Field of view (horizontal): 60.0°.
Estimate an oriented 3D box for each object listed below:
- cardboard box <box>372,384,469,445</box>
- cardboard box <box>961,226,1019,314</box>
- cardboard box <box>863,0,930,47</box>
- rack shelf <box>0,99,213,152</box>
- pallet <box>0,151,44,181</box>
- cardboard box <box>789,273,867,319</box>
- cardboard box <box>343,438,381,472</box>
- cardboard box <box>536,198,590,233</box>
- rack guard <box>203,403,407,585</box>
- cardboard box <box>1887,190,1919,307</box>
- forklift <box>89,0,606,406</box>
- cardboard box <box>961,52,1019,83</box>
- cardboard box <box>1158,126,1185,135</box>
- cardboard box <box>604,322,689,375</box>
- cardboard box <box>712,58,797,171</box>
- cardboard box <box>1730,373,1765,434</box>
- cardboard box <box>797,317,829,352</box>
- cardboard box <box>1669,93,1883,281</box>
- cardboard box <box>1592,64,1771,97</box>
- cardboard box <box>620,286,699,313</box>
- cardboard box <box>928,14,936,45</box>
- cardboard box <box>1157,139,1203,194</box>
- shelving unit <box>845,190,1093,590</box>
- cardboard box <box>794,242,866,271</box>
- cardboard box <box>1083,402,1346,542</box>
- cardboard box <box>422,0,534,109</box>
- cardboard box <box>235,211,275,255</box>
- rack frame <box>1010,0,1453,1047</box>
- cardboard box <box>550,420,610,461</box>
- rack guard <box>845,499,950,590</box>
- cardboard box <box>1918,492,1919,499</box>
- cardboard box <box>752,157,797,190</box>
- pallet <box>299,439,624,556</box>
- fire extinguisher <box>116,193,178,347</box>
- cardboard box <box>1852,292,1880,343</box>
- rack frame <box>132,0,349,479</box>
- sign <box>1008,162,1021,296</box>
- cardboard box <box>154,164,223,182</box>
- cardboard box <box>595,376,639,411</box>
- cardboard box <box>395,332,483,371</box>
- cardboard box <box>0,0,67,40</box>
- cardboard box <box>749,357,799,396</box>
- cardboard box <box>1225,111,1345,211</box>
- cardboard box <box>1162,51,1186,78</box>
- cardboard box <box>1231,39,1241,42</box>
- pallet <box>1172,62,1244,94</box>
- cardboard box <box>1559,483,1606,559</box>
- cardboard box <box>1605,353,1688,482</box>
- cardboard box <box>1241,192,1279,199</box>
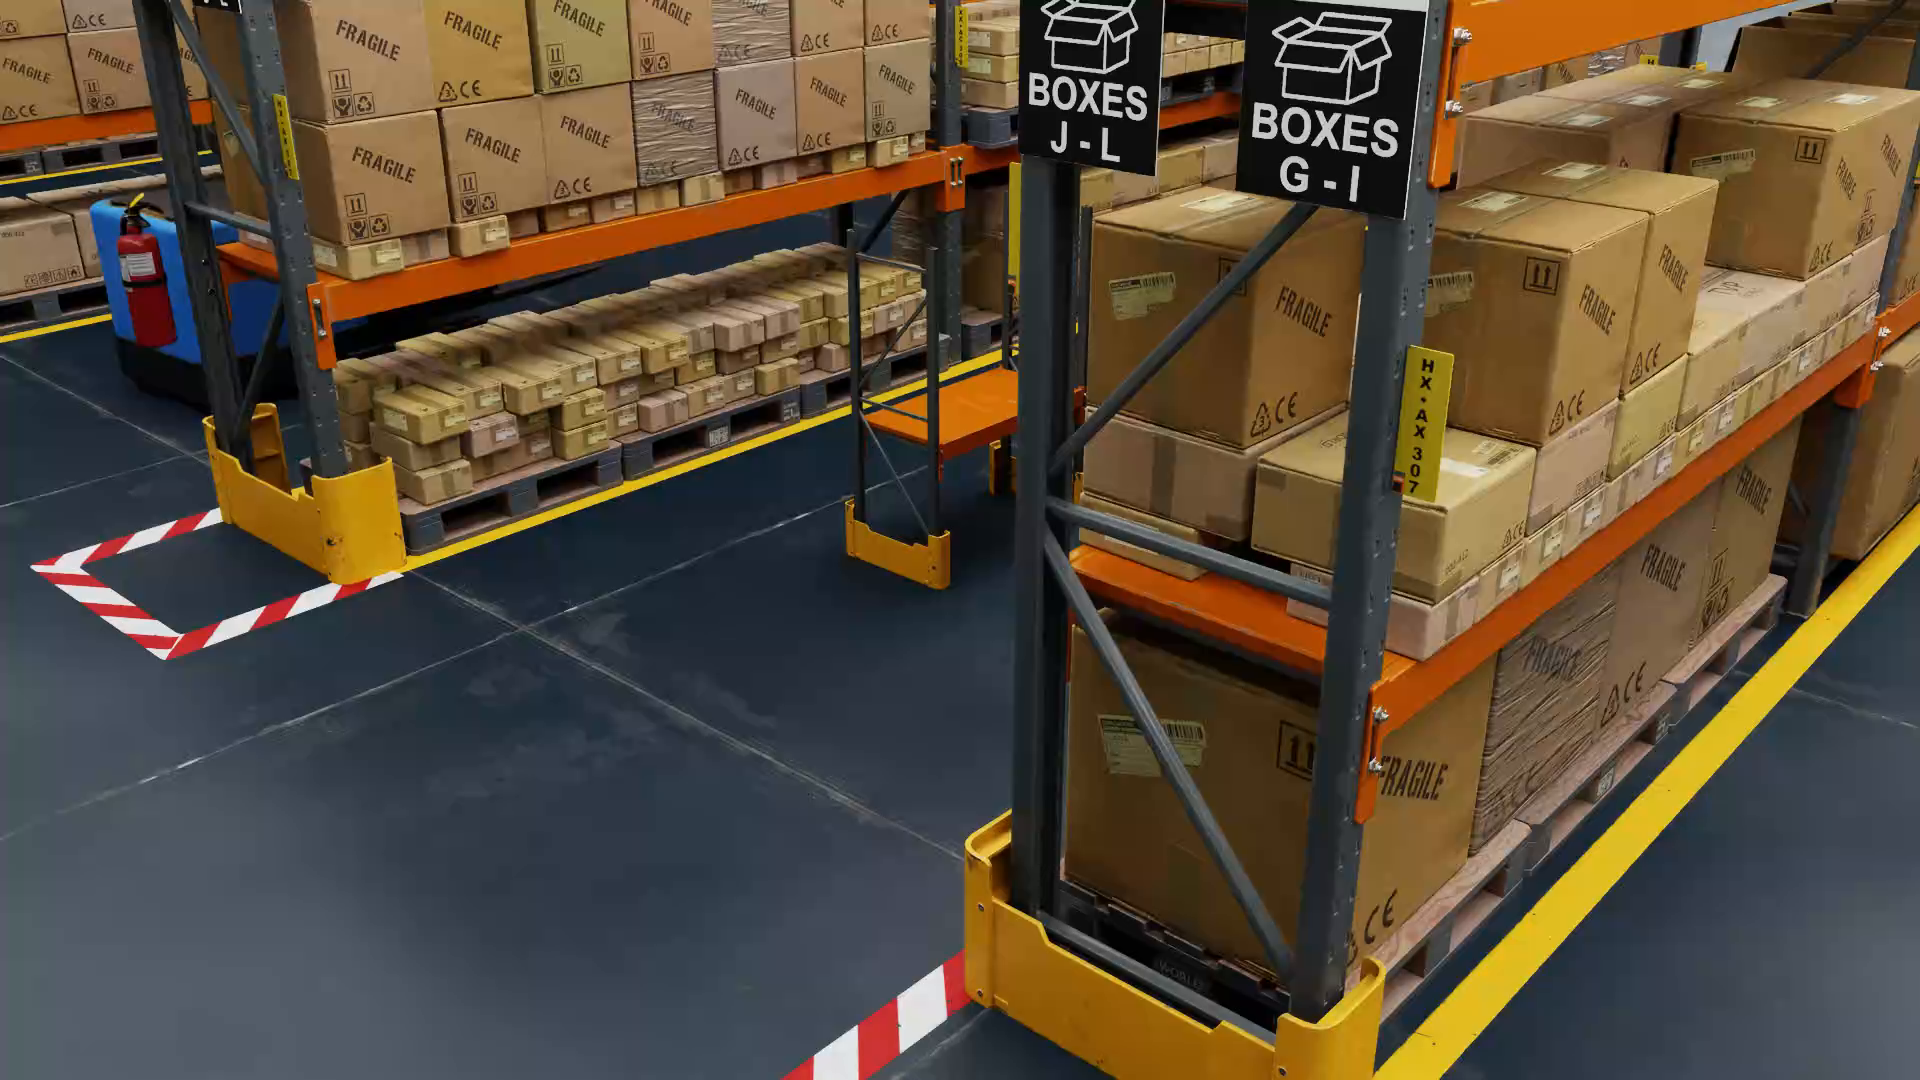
[{"bbox_3d":[-2.470,-0.576,7.612,0.380,0.149,0.250,18,30,35],"label":"cardboard box"},{"bbox_3d":[0.288,-1.769,10.572,0.500,0.500,0.500,22,32,39],"label":"cardboard box"},{"bbox_3d":[-0.515,-2.986,9.036,0.500,0.500,0.500,19,30,36],"label":"cardboard box"},{"bbox_3d":[-5.492,-2.949,11.540,1.077,0.370,4.000,20,31,38],"label":"rack shelf"},{"bbox_3d":[-9.129,-3.386,15.044,1.003,0.211,1.213,20,31,38],"label":"pallet"},{"bbox_3d":[-0.749,-1.382,9.410,0.380,0.149,0.250,20,31,37],"label":"cardboard box"},{"bbox_3d":[-2.877,-0.455,8.070,0.380,0.149,0.250,21,31,38],"label":"cardboard box"},{"bbox_3d":[-1.984,-1.590,7.937,0.380,0.149,0.250,20,31,37],"label":"cardboard box"},{"bbox_3d":[-3.022,-0.229,7.651,1.175,0.500,0.348,20,31,38],"label":"rack guard"},{"bbox_3d":[3.716,-1.298,6.856,0.500,0.500,0.500,20,31,38],"label":"cardboard box"},{"bbox_3d":[-3.628,-2.619,10.009,1.130,2.935,3.031,18,30,34],"label":"forklift"},{"bbox_3d":[0.202,-2.773,9.698,0.380,0.149,0.250,21,31,38],"label":"cardboard box"},{"bbox_3d":[1.288,-2.879,12.130,0.500,0.250,0.500,20,31,37],"label":"cardboard box"},{"bbox_3d":[-1.606,-0.982,8.519,0.380,0.149,0.250,21,31,38],"label":"cardboard box"},{"bbox_3d":[-1.196,-2.213,8.534,0.500,0.500,0.500,20,31,37],"label":"cardboard box"},{"bbox_3d":[2.406,-0.492,5.488,0.380,0.149,0.250,20,31,37],"label":"cardboard box"},{"bbox_3d":[-0.954,-1.187,9.340,0.380,0.149,0.250,20,31,38],"label":"cardboard box"},{"bbox_3d":[2.778,-1.225,5.720,0.500,0.500,0.500,21,31,38],"label":"cardboard box"},{"bbox_3d":[2.713,-1.514,6.363,0.500,0.500,0.500,20,31,38],"label":"cardboard box"},{"bbox_3d":[-1.656,-1.275,9.171,0.380,0.149,0.250,19,30,35],"label":"cardboard box"},{"bbox_3d":[-0.281,-3.090,10.041,0.380,0.149,0.250,22,32,40],"label":"cardboard box"},{"bbox_3d":[1.325,-2.590,11.486,0.500,0.250,0.500,21,32,39],"label":"cardboard box"},{"bbox_3d":[0.051,-0.708,7.495,0.587,1.500,1.083,20,31,38],"label":"shelving unit"},{"bbox_3d":[-0.787,-1.679,10.073,0.380,0.149,0.250,22,32,40],"label":"cardboard box"},{"bbox_3d":[0.679,-0.249,4.459,0.500,0.250,0.500,20,31,37],"label":"cardboard box"},{"bbox_3d":[-2.243,-2.204,7.292,0.500,0.500,0.500,21,32,39],"label":"cardboard box"},{"bbox_3d":[-3.066,-1.409,7.533,0.380,0.149,0.250,20,31,38],"label":"cardboard box"},{"bbox_3d":[0.553,0.038,3.998,1.000,3.000,0.127,20,31,38],"label":"rack frame"},{"bbox_3d":[-1.958,-0.538,8.254,0.380,0.149,0.250,21,31,38],"label":"cardboard box"},{"bbox_3d":[-0.281,0.014,7.412,0.587,0.250,0.087,20,31,38],"label":"rack guard"},{"bbox_3d":[4.231,-0.876,8.120,1.225,0.875,0.875,19,30,36],"label":"cardboard box"},{"bbox_3d":[-1.082,-1.964,8.771,0.380,0.149,0.250,19,30,35],"label":"cardboard box"},{"bbox_3d":[-2.453,-0.336,8.240,1.003,0.211,1.213,20,31,38],"label":"pallet"},{"bbox_3d":[-3.585,-1.191,7.290,0.296,0.674,0.183,20,31,38],"label":"fire extinguisher"},{"bbox_3d":[3.264,-0.884,6.361,0.380,0.149,0.250,20,31,38],"label":"cardboard box"},{"bbox_3d":[-3.073,-1.347,7.088,1.000,3.000,0.127,20,31,38],"label":"rack frame"},{"bbox_3d":[0.159,-0.751,4.053,0.100,0.325,0.005,20,31,38],"label":"sign"},{"bbox_3d":[-5.253,-2.474,12.220,0.875,0.438,0.875,19,30,36],"label":"cardboard box"},{"bbox_3d":[-1.851,-0.785,8.442,0.380,0.149,0.250,18,30,35],"label":"cardboard box"},{"bbox_3d":[-2.619,-0.914,8.367,0.380,0.149,0.250,19,31,36],"label":"cardboard box"},{"bbox_3d":[-5.954,-3.397,10.317,0.500,0.500,0.500,19,30,36],"label":"cardboard box"},{"bbox_3d":[-1.102,-0.929,9.126,0.380,0.149,0.250,20,31,37],"label":"cardboard box"},{"bbox_3d":[2.740,-3.110,13.257,1.050,0.750,0.750,20,31,37],"label":"cardboard box"},{"bbox_3d":[1.240,-3.112,10.819,0.380,0.149,0.250,18,30,35],"label":"cardboard box"},{"bbox_3d":[1.758,-3.483,11.283,0.380,0.149,0.250,20,31,38],"label":"cardboard box"},{"bbox_3d":[1.870,-3.451,12.014,1.213,0.211,1.003,20,31,38],"label":"pallet"},{"bbox_3d":[1.550,-0.102,4.617,0.380,0.149,0.250,20,31,37],"label":"cardboard box"},{"bbox_3d":[1.755,-0.414,4.827,0.500,0.250,0.500,19,30,36],"label":"cardboard box"},{"bbox_3d":[2.022,-2.563,12.343,0.500,0.500,0.500,20,31,37],"label":"cardboard box"}]
